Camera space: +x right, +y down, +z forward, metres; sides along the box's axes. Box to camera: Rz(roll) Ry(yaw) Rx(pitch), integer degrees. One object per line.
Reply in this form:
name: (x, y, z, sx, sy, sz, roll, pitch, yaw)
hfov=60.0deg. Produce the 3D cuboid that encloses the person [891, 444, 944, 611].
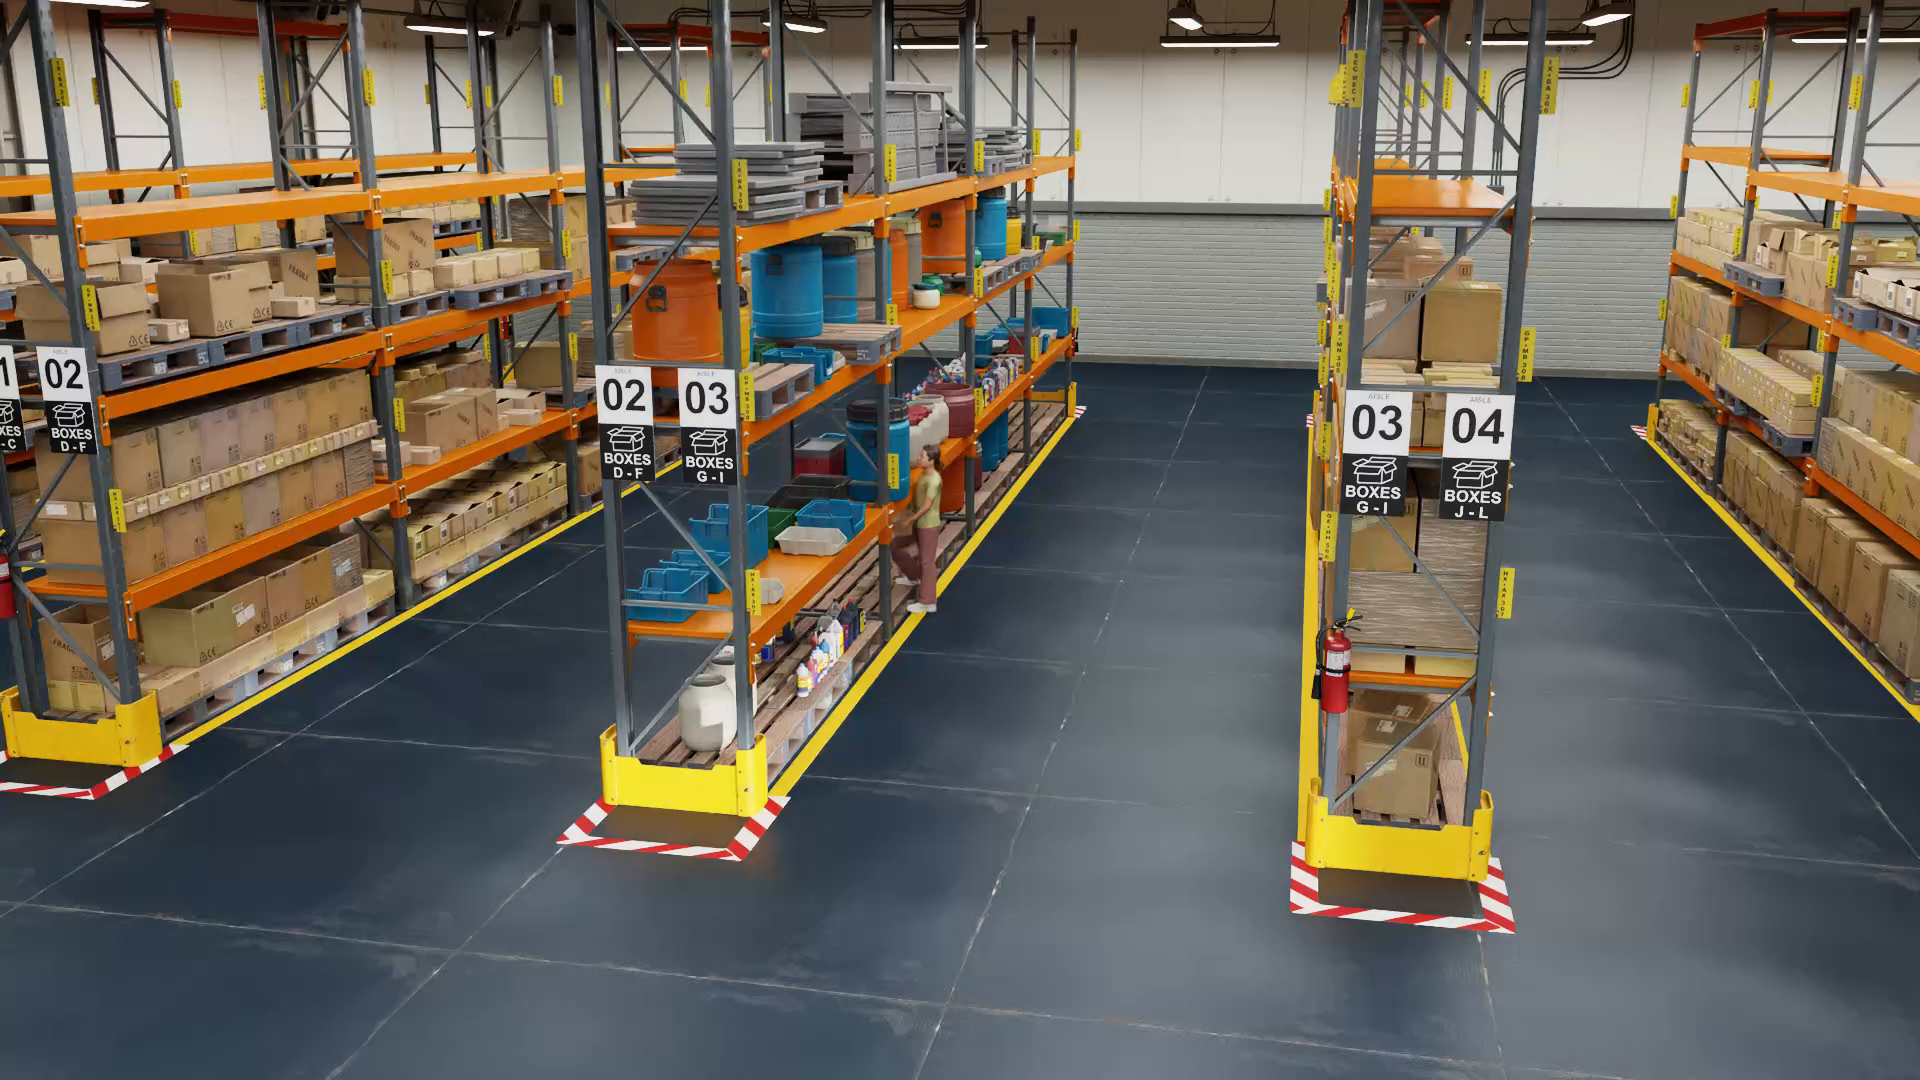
person: (-0.422, -0.125, 16.474, 0.550, 1.678, 0.484, -4, 15, -14)
